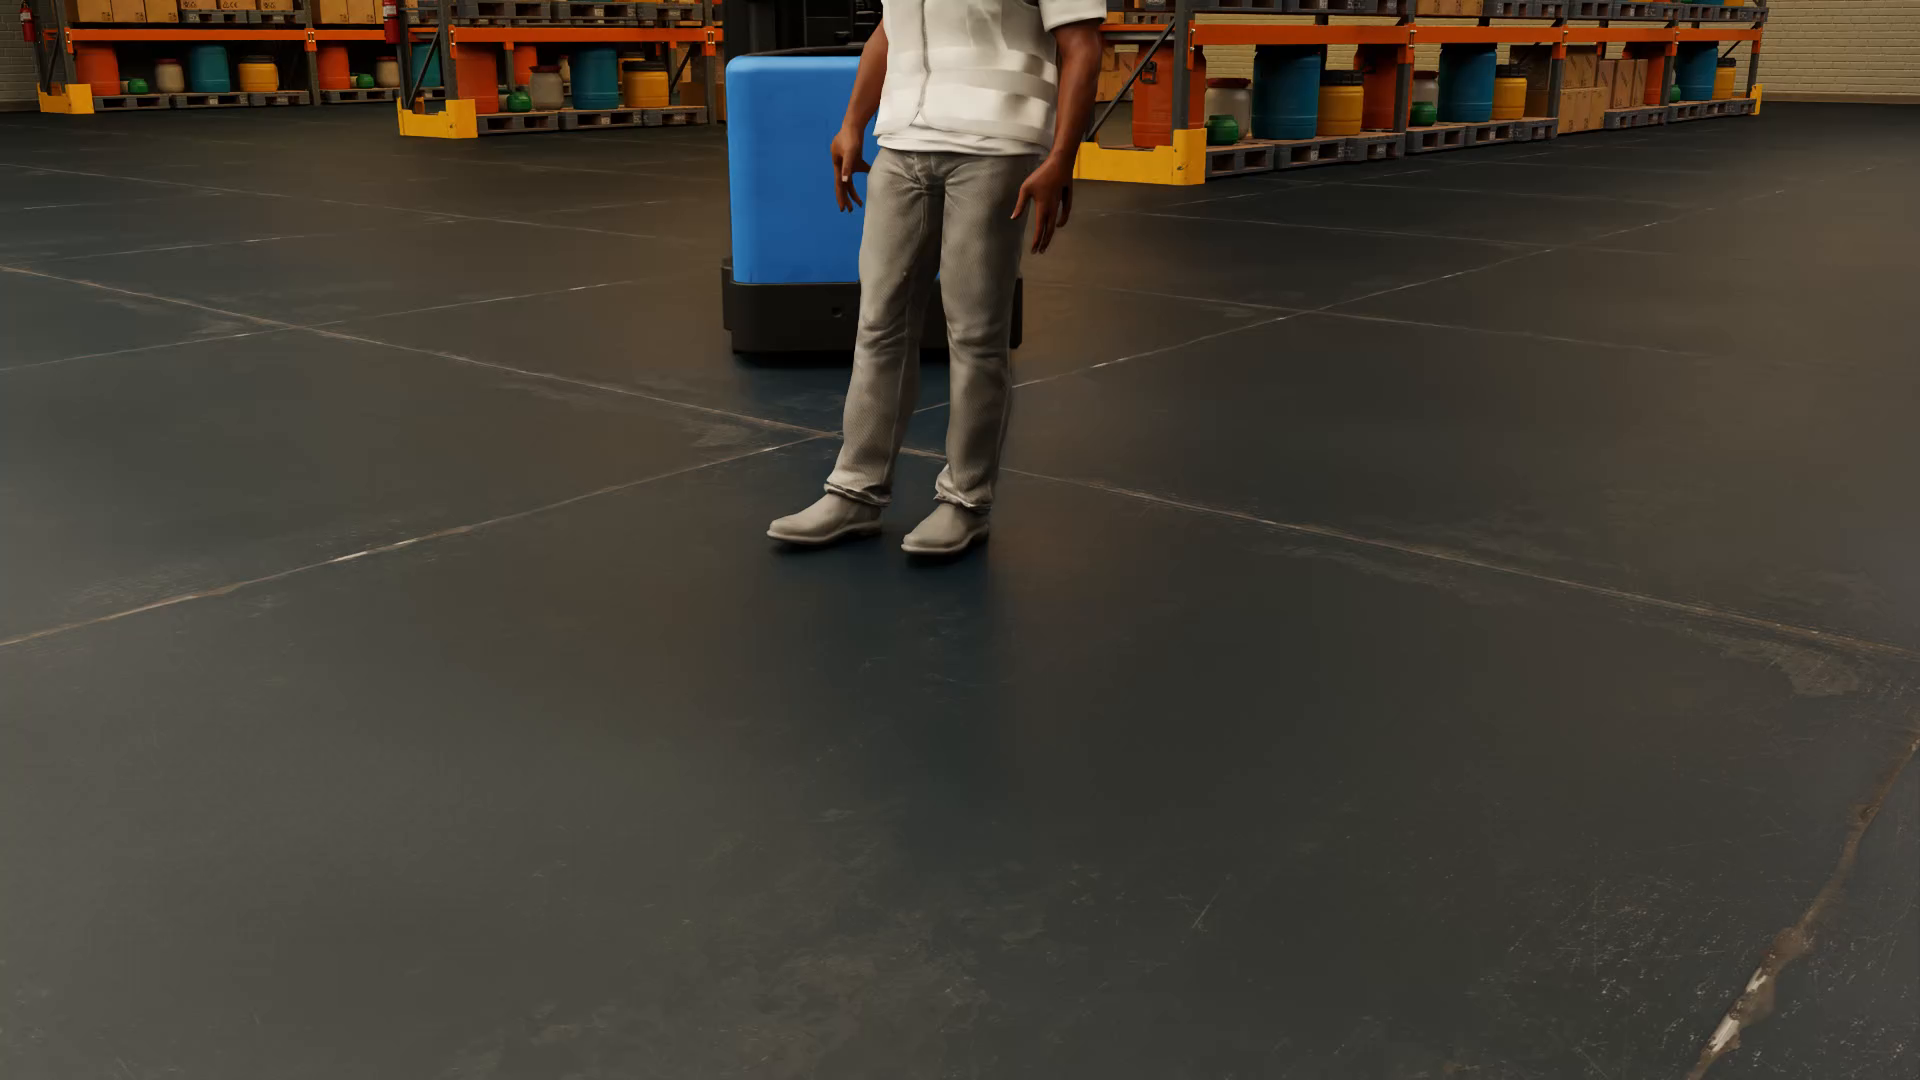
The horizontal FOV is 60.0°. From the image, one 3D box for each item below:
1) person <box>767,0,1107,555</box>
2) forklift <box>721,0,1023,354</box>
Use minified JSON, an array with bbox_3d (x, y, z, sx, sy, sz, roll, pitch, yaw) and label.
[{"bbox_3d":[-0.049,-0.838,3.636,0.666,1.765,0.577,13,21,37],"label":"person"},{"bbox_3d":[-0.453,-2.449,6.961,1.130,2.935,3.031,-2,17,-6],"label":"forklift"}]
